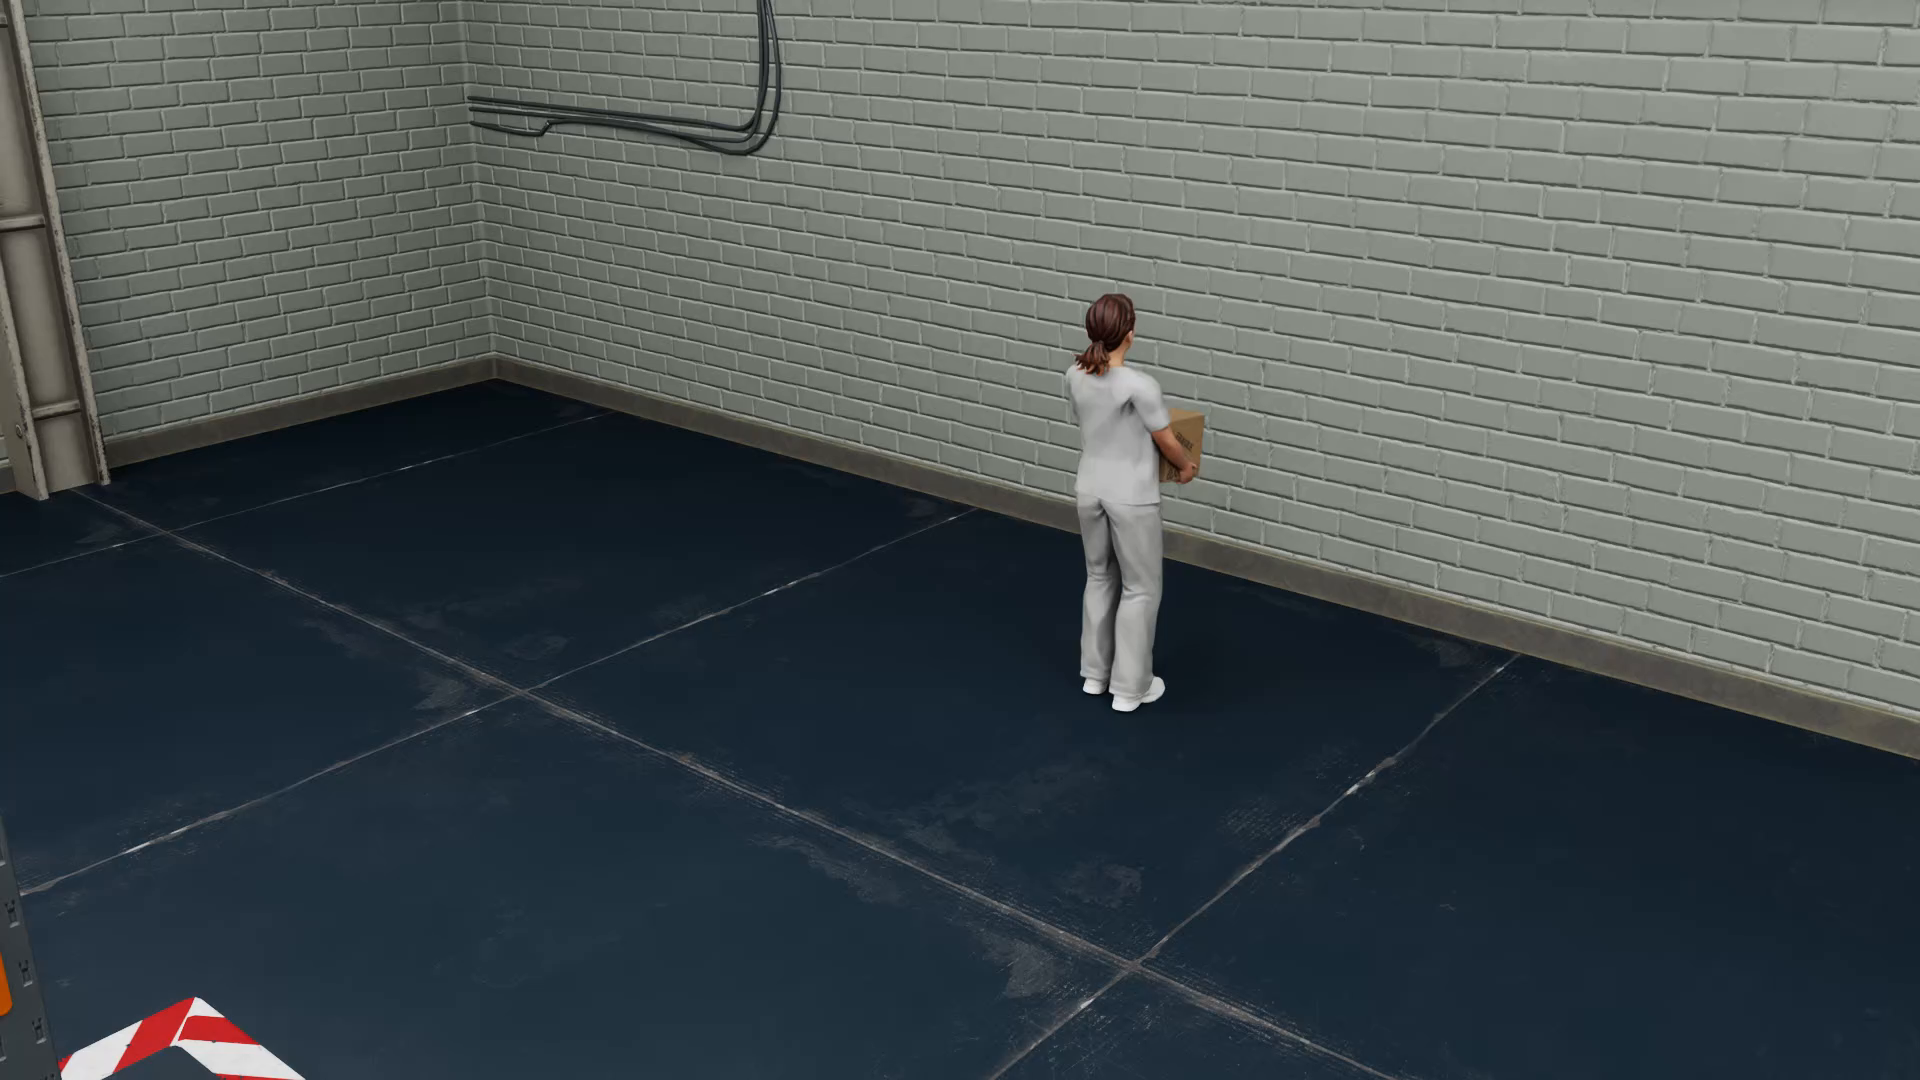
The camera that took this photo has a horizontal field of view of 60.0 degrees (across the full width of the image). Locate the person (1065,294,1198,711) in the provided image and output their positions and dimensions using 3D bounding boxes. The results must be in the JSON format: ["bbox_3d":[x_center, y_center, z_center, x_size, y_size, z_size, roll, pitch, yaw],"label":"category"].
[{"bbox_3d":[0.659,-0.163,6.537,0.436,1.664,0.558,16,26,37],"label":"person"}]
